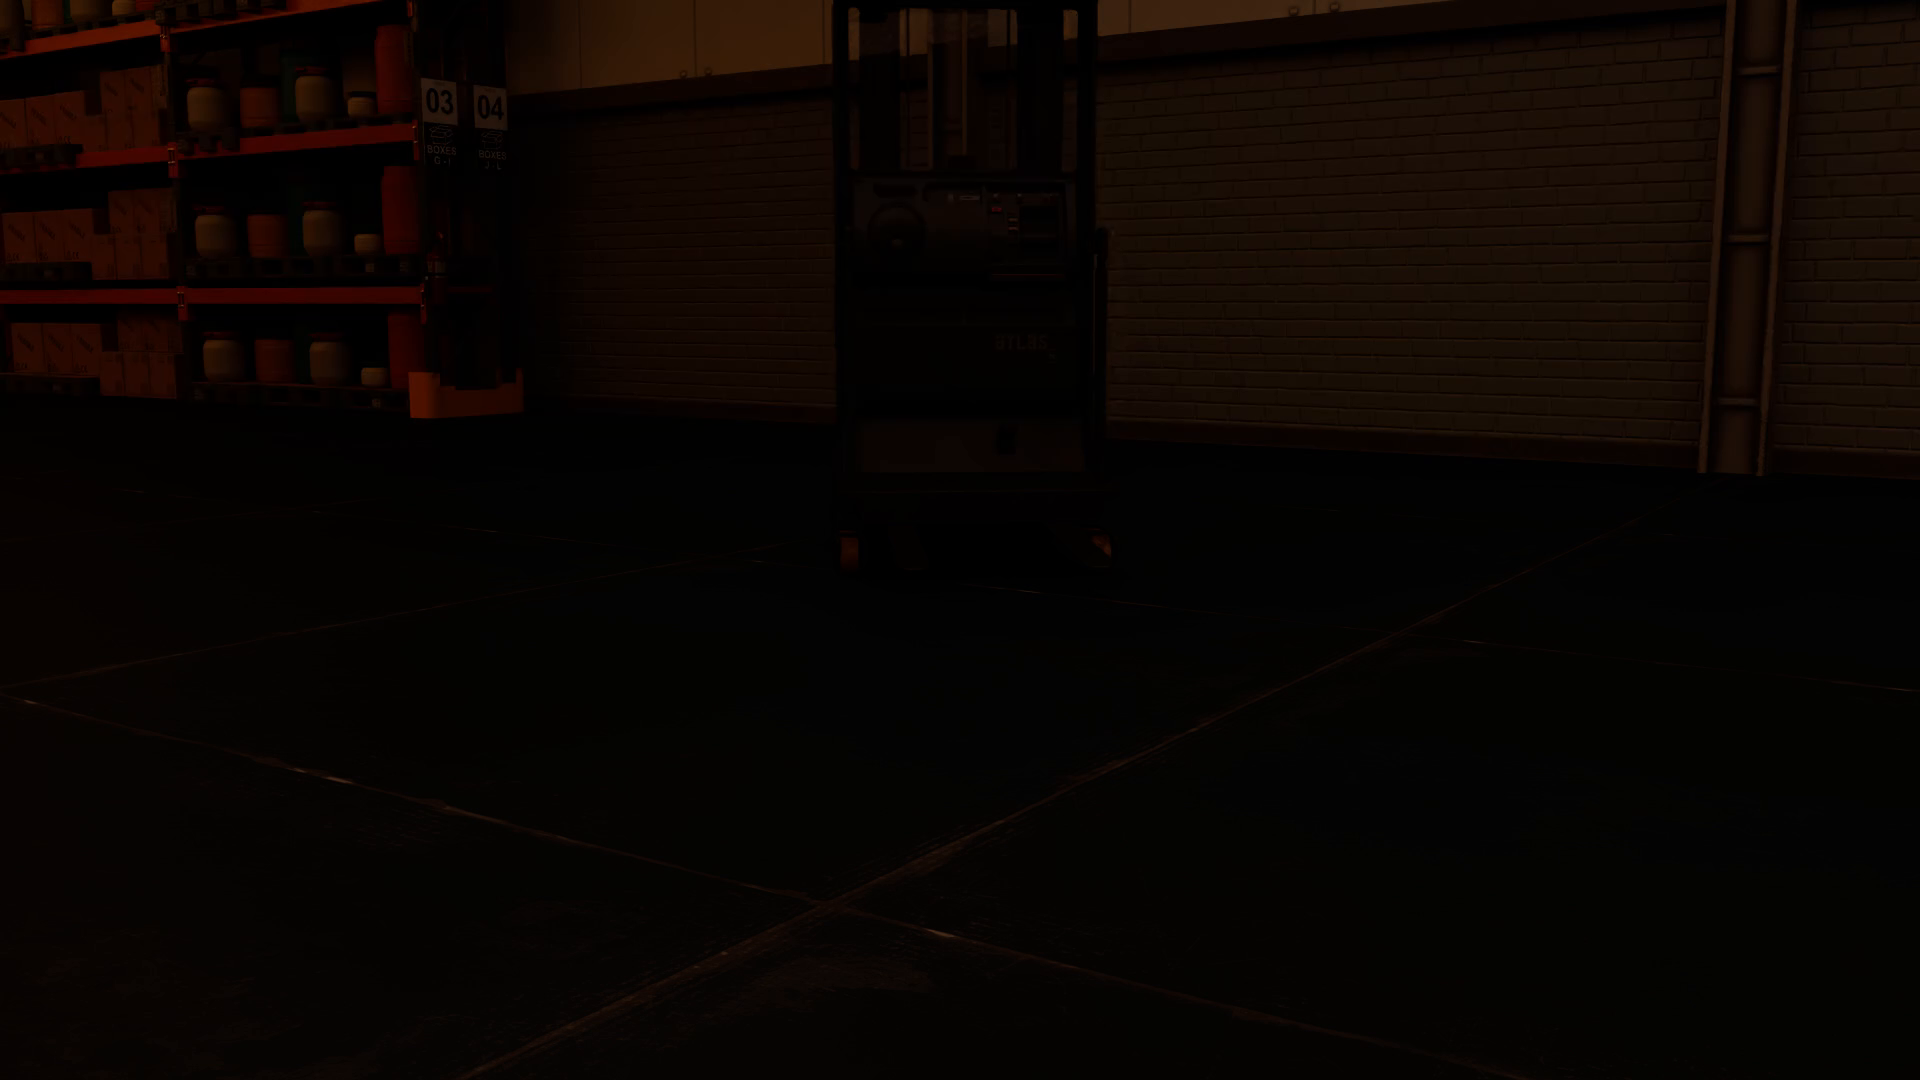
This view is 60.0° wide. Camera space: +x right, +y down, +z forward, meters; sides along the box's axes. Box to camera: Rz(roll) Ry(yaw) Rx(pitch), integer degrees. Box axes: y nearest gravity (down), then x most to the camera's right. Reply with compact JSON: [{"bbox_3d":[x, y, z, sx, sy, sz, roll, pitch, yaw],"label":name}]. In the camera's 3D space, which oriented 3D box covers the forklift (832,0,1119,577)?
[{"bbox_3d":[0.040,-1.351,6.696,1.130,2.935,3.031,-1,8,-4],"label":"forklift"}]
